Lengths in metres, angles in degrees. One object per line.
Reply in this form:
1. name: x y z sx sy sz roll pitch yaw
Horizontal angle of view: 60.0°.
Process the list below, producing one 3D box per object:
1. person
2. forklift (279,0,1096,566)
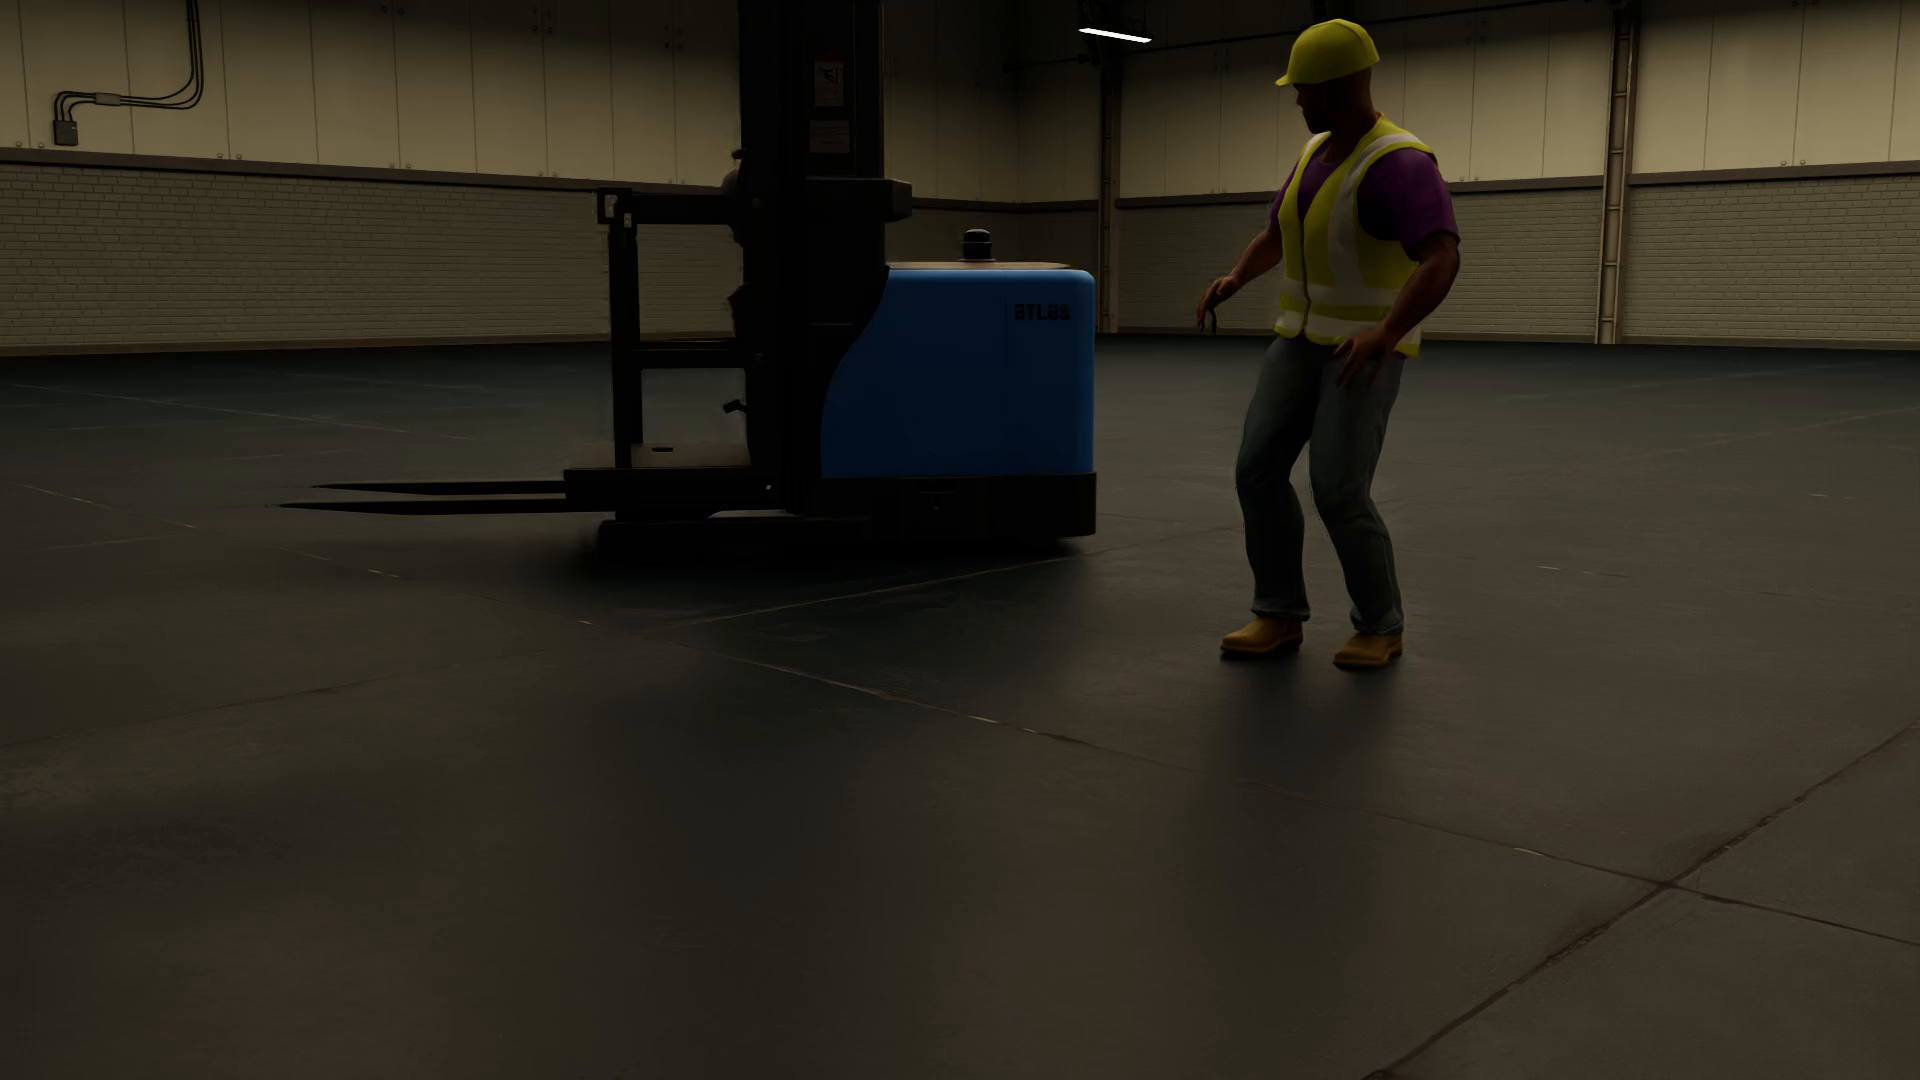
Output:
1. person: 0.991 -0.512 4.481 0.550 1.709 0.818 -5 10 -31
2. forklift: -1.037 -1.438 6.423 3.031 2.935 1.130 -1 9 -8
